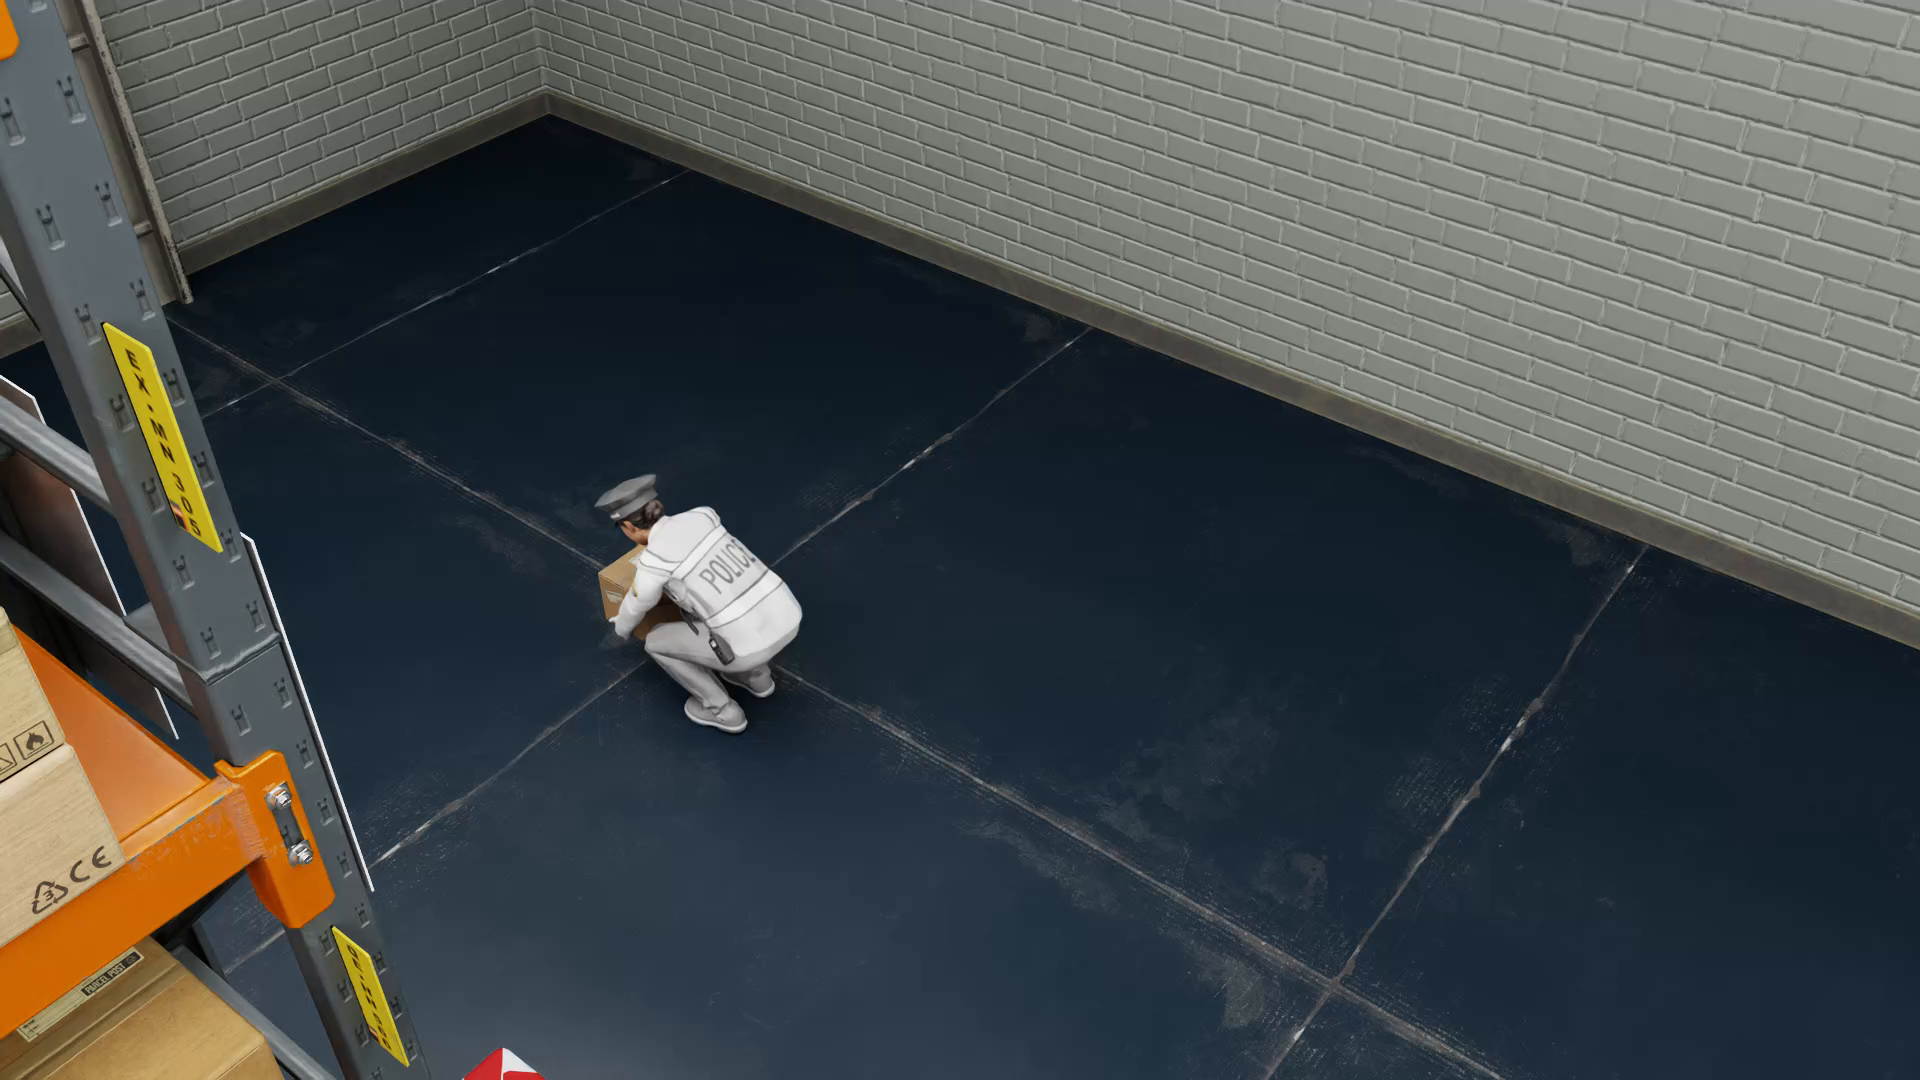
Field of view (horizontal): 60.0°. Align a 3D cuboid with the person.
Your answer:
[{"bbox_3d":[-1.010,0.228,6.427,0.844,0.981,0.457,25,45,27],"label":"person"}]
